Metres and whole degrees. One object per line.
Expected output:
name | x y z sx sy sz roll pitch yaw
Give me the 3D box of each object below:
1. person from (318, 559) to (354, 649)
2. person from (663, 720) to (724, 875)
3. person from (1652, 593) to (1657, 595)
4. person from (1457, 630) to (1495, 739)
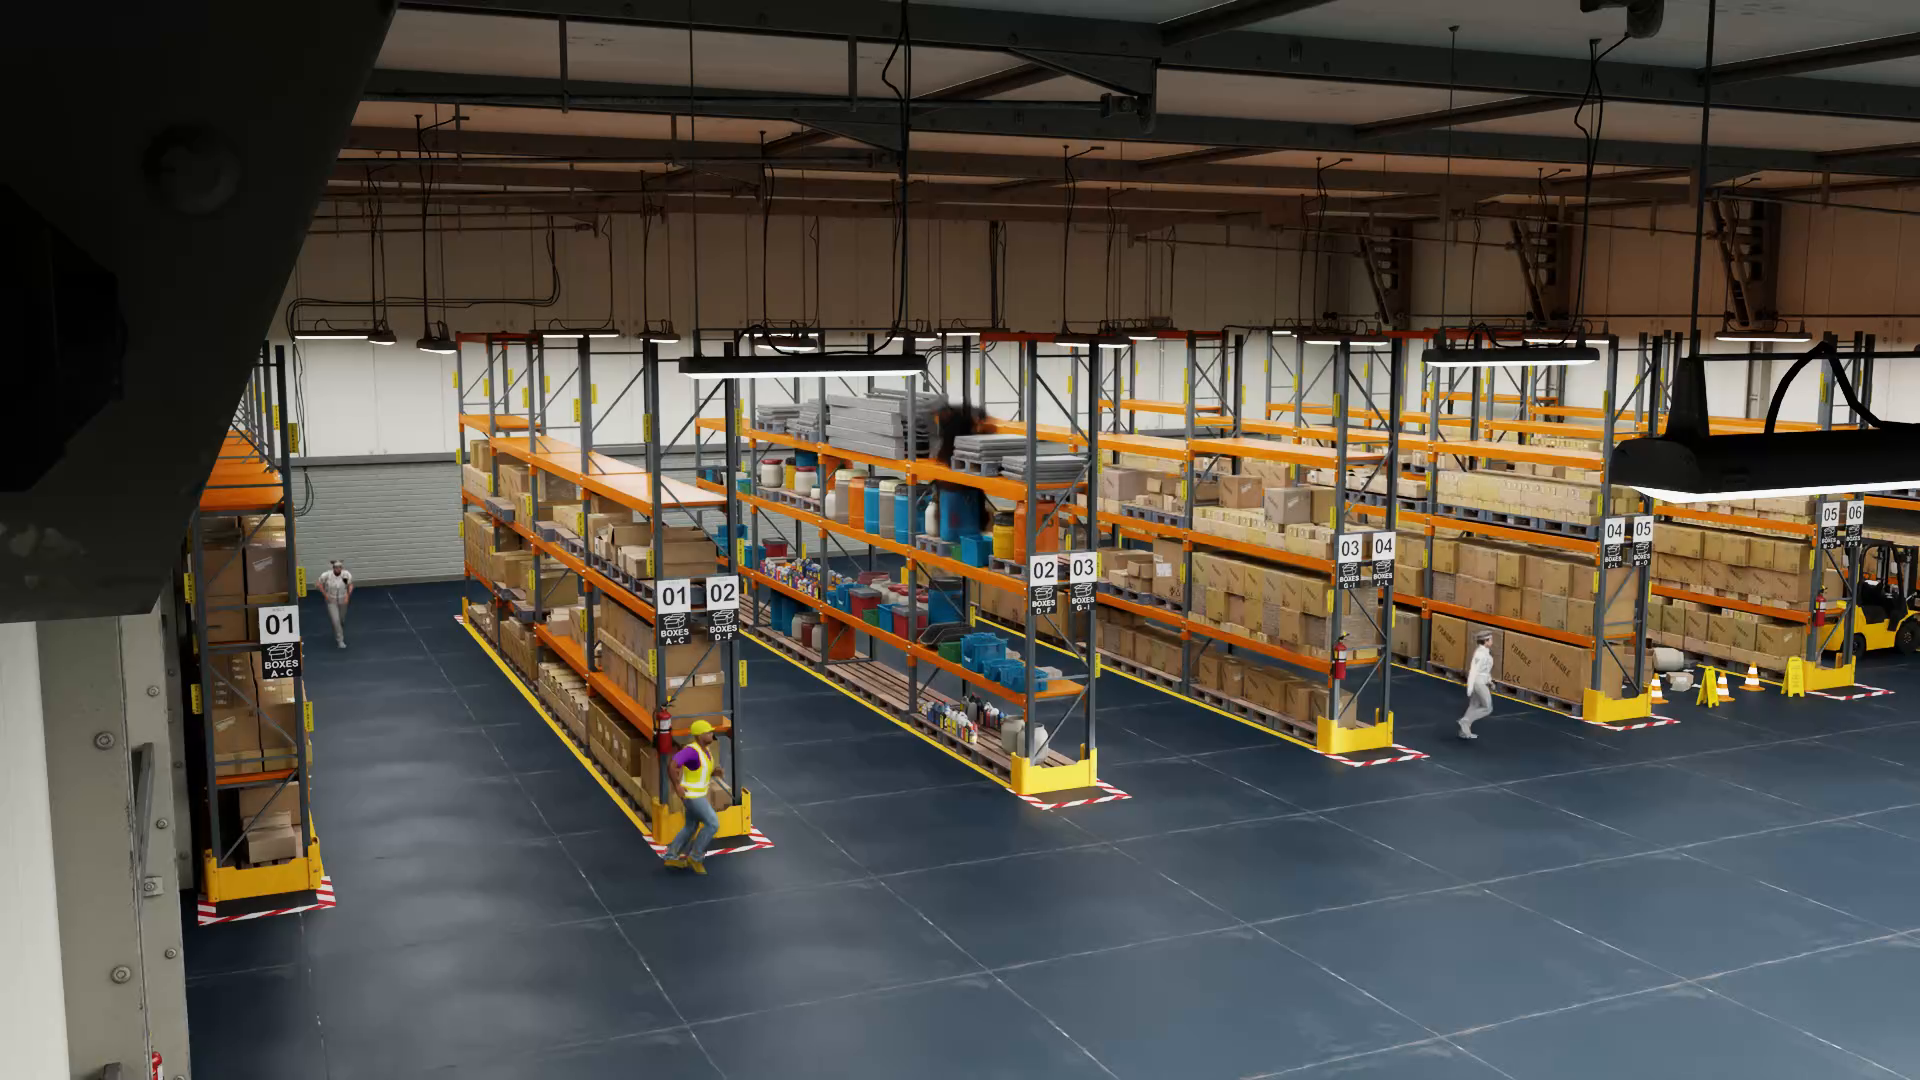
person | -12.011 1.186 32.037 0.649 1.717 0.984 -4 9 -25
person | -3.044 2.946 18.978 0.701 1.800 0.712 0 8 1
person | 14.245 1.077 33.808 0.563 1.469 1.082 -7 10 -42
person | 7.766 2.161 24.955 0.542 1.655 0.603 2 8 15
